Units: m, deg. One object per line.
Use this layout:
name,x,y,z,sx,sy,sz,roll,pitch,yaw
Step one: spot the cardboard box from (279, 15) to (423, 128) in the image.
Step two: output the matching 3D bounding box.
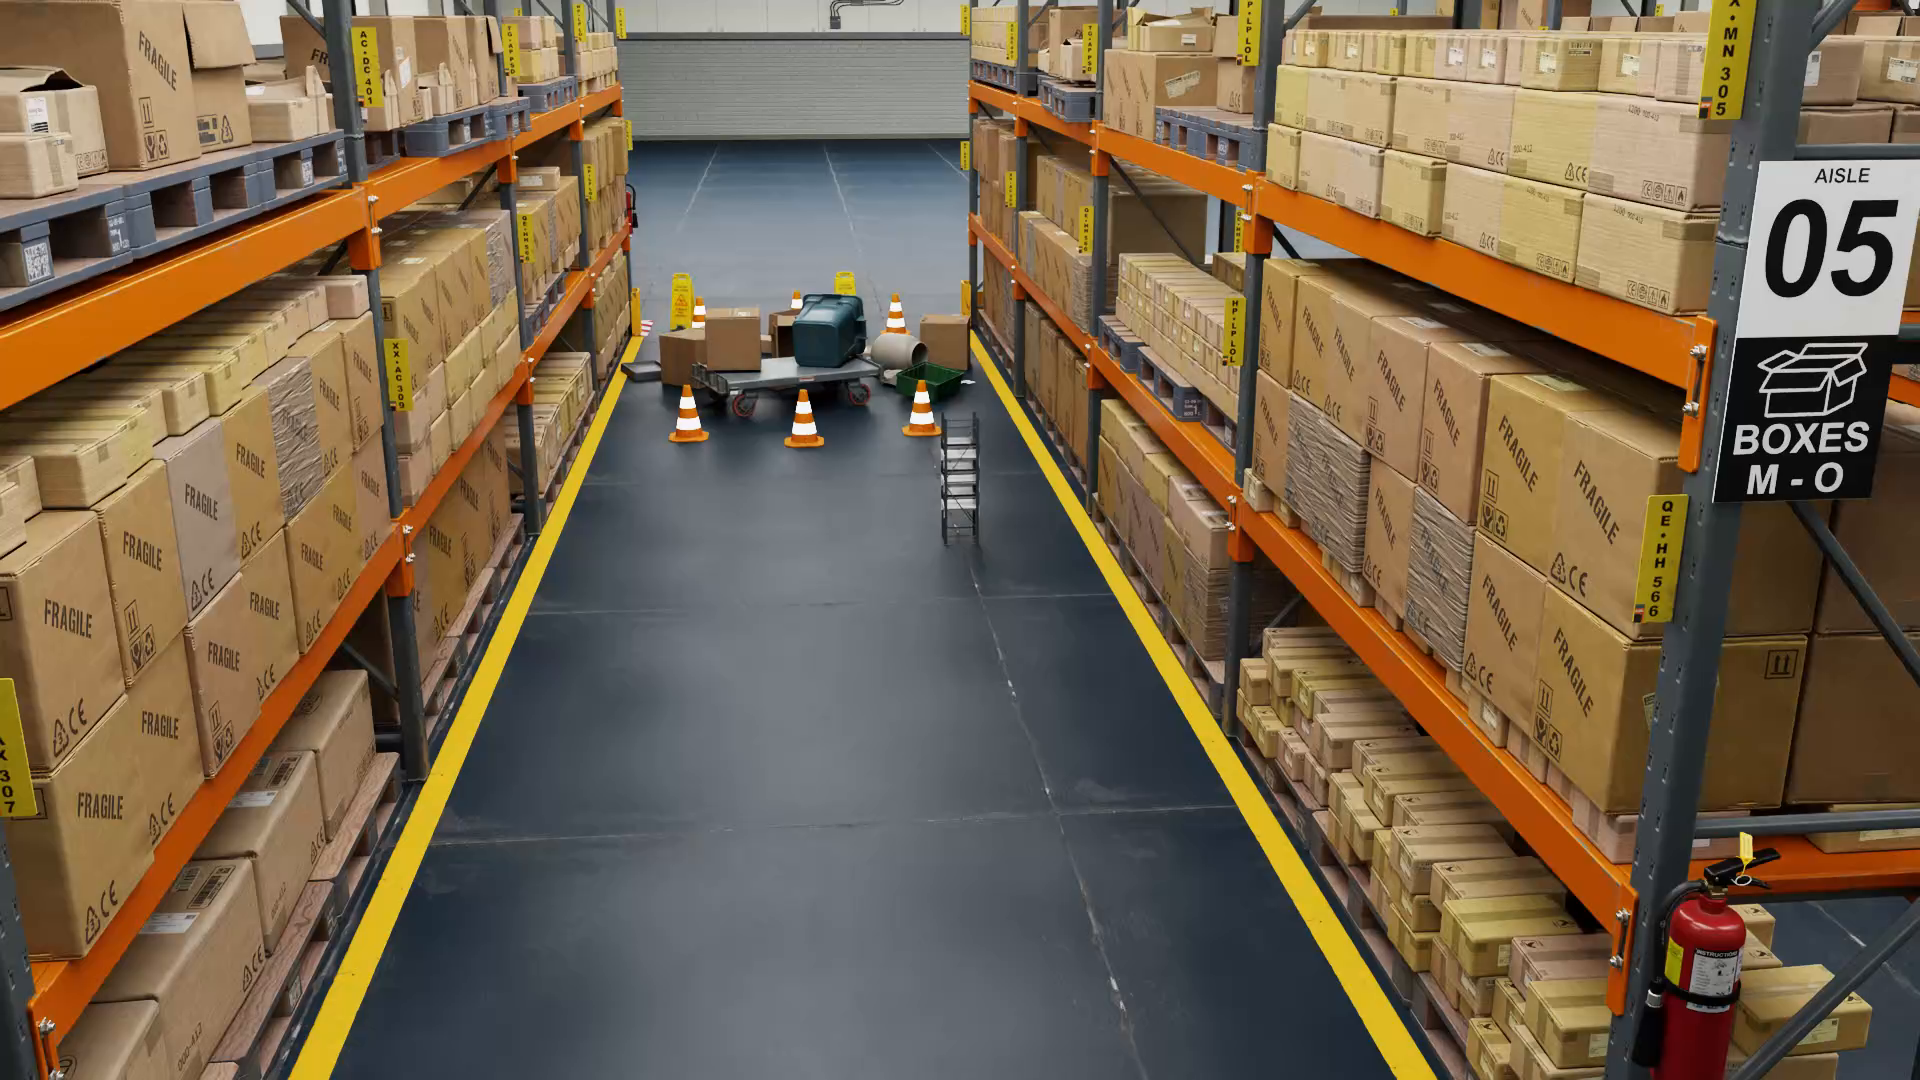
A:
cardboard box,-2.866,-2.220,7.864,0.500,0.500,0.500,-2,18,-7

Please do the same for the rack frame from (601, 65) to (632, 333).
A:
rack frame,-4.301,-3.844,18.914,1.000,3.000,0.127,-2,18,-6

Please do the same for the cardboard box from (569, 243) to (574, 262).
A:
cardboard box,-3.489,-2.433,14.139,0.380,0.149,0.250,-2,18,-7

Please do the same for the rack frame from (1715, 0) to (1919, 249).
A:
rack frame,2.262,-2.123,3.415,1.000,3.000,0.127,-2,18,-6

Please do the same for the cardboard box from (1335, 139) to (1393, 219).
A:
cardboard box,1.730,-1.361,6.247,0.500,0.250,0.500,-1,17,-3

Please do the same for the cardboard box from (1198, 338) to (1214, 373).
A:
cardboard box,1.529,-1.021,9.142,0.380,0.149,0.250,-2,18,-7

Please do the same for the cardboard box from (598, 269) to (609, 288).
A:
cardboard box,-3.689,-2.585,16.456,0.380,0.149,0.250,-1,17,-4

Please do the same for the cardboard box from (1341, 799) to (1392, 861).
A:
cardboard box,1.739,1.142,6.592,0.380,0.149,0.250,-2,18,-5

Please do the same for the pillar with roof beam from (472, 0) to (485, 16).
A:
pillar with roof beam,-8.875,-15.388,45.668,9.100,9.000,0.400,-2,18,-6

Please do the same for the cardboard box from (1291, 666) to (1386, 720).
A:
cardboard box,1.724,0.691,7.535,0.380,0.149,0.250,-2,18,-6

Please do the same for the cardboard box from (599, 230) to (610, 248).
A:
cardboard box,-3.724,-3.018,16.701,0.380,0.149,0.250,-2,18,-5

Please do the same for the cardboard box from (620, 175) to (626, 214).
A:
cardboard box,-3.971,-3.881,18.367,0.500,0.500,0.500,-2,18,-7

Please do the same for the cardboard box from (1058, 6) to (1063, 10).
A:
cardboard box,1.193,-5.273,16.679,0.380,0.149,0.250,-2,18,-6

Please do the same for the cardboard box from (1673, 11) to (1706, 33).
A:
cardboard box,5.984,-3.919,13.143,0.500,0.500,0.500,-1,17,-5

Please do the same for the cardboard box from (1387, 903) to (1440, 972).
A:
cardboard box,1.805,1.447,6.119,0.380,0.149,0.250,-3,18,-8

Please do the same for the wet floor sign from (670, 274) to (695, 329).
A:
wet floor sign,-3.256,-2.811,19.552,0.267,0.644,0.232,4,18,13

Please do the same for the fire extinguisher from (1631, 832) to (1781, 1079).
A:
fire extinguisher,1.829,1.044,4.096,0.296,0.674,0.183,-2,18,-6

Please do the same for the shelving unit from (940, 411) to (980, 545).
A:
shelving unit,0.001,-0.427,11.535,0.258,0.900,0.210,-2,18,-6

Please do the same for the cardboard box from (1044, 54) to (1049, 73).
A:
cardboard box,0.911,-3.969,13.856,0.380,0.149,0.250,-2,18,-6

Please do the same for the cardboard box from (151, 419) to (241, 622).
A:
cardboard box,-2.538,-0.061,5.026,0.500,0.500,0.500,-2,18,-6

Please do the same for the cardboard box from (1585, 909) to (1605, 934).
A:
cardboard box,2.460,1.360,5.898,0.380,0.149,0.250,-1,17,-4

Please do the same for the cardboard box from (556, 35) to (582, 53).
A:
cardboard box,-3.596,-4.448,14.918,0.380,0.149,0.250,-2,18,-7

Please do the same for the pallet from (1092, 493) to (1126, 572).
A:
pallet,1.516,-0.081,11.581,1.003,0.211,1.213,-2,18,-6

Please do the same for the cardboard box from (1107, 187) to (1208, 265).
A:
cardboard box,1.401,-2.303,12.168,0.700,0.500,0.500,-2,18,-6

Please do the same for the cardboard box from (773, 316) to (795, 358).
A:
cardboard box,-1.497,-1.995,16.963,0.797,0.637,0.503,-2,18,-6

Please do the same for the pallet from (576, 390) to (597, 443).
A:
pallet,-3.807,-1.090,14.797,1.003,0.211,1.213,-2,18,-6

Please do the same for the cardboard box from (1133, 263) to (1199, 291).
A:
cardboard box,1.344,-1.711,10.845,0.380,0.149,0.250,-2,18,-6

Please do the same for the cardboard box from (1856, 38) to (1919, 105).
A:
cardboard box,2.456,-1.152,4.082,0.380,0.149,0.250,-2,18,-6

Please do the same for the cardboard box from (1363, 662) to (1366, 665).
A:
cardboard box,2.146,0.522,8.072,0.380,0.149,0.250,-1,17,-4

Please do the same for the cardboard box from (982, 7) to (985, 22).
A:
cardboard box,0.434,-5.555,17.575,0.380,0.149,0.250,-2,18,-7

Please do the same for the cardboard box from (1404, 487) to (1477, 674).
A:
cardboard box,1.850,0.120,5.624,0.500,0.500,0.500,-2,18,-5

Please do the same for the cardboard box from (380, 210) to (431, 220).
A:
cardboard box,-3.668,-1.831,10.665,0.500,0.500,0.500,-2,18,-7

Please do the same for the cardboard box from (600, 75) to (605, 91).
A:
cardboard box,-3.783,-4.602,16.738,0.380,0.149,0.250,-2,18,-6

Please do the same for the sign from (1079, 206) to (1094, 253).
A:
sign,0.886,-2.178,11.674,0.100,0.325,0.005,-2,18,-6

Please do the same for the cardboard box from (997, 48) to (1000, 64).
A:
cardboard box,0.564,-4.796,16.490,0.380,0.149,0.250,-2,17,-5

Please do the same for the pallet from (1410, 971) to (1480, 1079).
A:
pallet,2.206,1.804,5.578,1.003,0.211,1.213,-2,18,-6

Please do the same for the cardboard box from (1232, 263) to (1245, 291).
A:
cardboard box,1.995,-1.723,10.884,0.380,0.149,0.250,-1,17,-4

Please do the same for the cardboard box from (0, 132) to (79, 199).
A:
cardboard box,-2.534,-0.968,4.296,0.380,0.149,0.250,-1,17,-4

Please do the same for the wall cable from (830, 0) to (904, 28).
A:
wall cable,-2.701,-18.085,48.580,2.305,6.003,0.169,-2,18,-6

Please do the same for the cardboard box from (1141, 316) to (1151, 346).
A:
cardboard box,1.368,-1.344,10.669,0.380,0.149,0.250,-1,17,-3

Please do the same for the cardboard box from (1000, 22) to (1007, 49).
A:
cardboard box,0.667,-4.875,16.074,0.500,0.250,0.500,-2,18,-6

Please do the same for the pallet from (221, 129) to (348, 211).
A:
pallet,-2.989,-1.414,6.313,1.003,0.211,1.213,-2,18,-6

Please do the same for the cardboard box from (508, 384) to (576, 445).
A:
cardboard box,-3.681,-1.022,13.610,0.950,0.372,0.625,-1,17,-4

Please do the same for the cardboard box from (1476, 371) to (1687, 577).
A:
cardboard box,1.916,-0.207,4.995,0.500,0.500,0.500,-2,18,-8

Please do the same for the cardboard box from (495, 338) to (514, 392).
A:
cardboard box,-3.097,-1.095,10.407,0.500,0.250,0.500,-1,17,-5

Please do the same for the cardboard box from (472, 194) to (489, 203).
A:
cardboard box,-3.972,-2.444,13.090,0.500,0.500,0.500,-2,18,-8

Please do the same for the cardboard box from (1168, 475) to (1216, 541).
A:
cardboard box,1.482,-0.185,9.480,0.500,0.250,0.500,-1,17,-3

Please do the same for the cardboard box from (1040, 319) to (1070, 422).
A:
cardboard box,1.274,-1.493,14.479,1.050,0.750,0.750,-2,18,-6

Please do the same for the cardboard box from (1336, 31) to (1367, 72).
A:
cardboard box,1.698,-1.912,6.503,0.380,0.149,0.250,-2,18,-7

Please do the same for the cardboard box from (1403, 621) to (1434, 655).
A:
cardboard box,1.859,0.306,6.114,0.380,0.149,0.250,-1,17,-5

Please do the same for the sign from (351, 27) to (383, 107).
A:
sign,-2.511,-2.002,7.044,0.100,0.325,0.005,-2,18,-6

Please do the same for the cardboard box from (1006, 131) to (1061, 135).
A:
cardboard box,0.930,-3.859,16.907,0.875,0.550,0.550,-2,18,-6

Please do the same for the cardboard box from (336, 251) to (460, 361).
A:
cardboard box,-2.952,-1.234,8.764,0.500,0.500,0.500,-2,18,-7

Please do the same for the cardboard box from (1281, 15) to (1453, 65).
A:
cardboard box,1.920,-2.248,7.953,0.700,0.500,0.500,-2,18,-6

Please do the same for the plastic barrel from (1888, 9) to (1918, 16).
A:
plastic barrel,10.727,-5.689,18.767,0.600,0.588,0.600,0,17,0

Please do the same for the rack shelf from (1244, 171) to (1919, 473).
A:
rack shelf,2.056,-0.944,5.870,1.077,0.370,4.000,-2,18,-6

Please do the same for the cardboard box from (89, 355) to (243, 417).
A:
cardboard box,-2.530,-0.489,5.308,0.380,0.149,0.250,-2,18,-7

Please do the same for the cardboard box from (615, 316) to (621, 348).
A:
cardboard box,-3.845,-2.190,17.534,0.500,0.250,0.500,-2,18,-8
